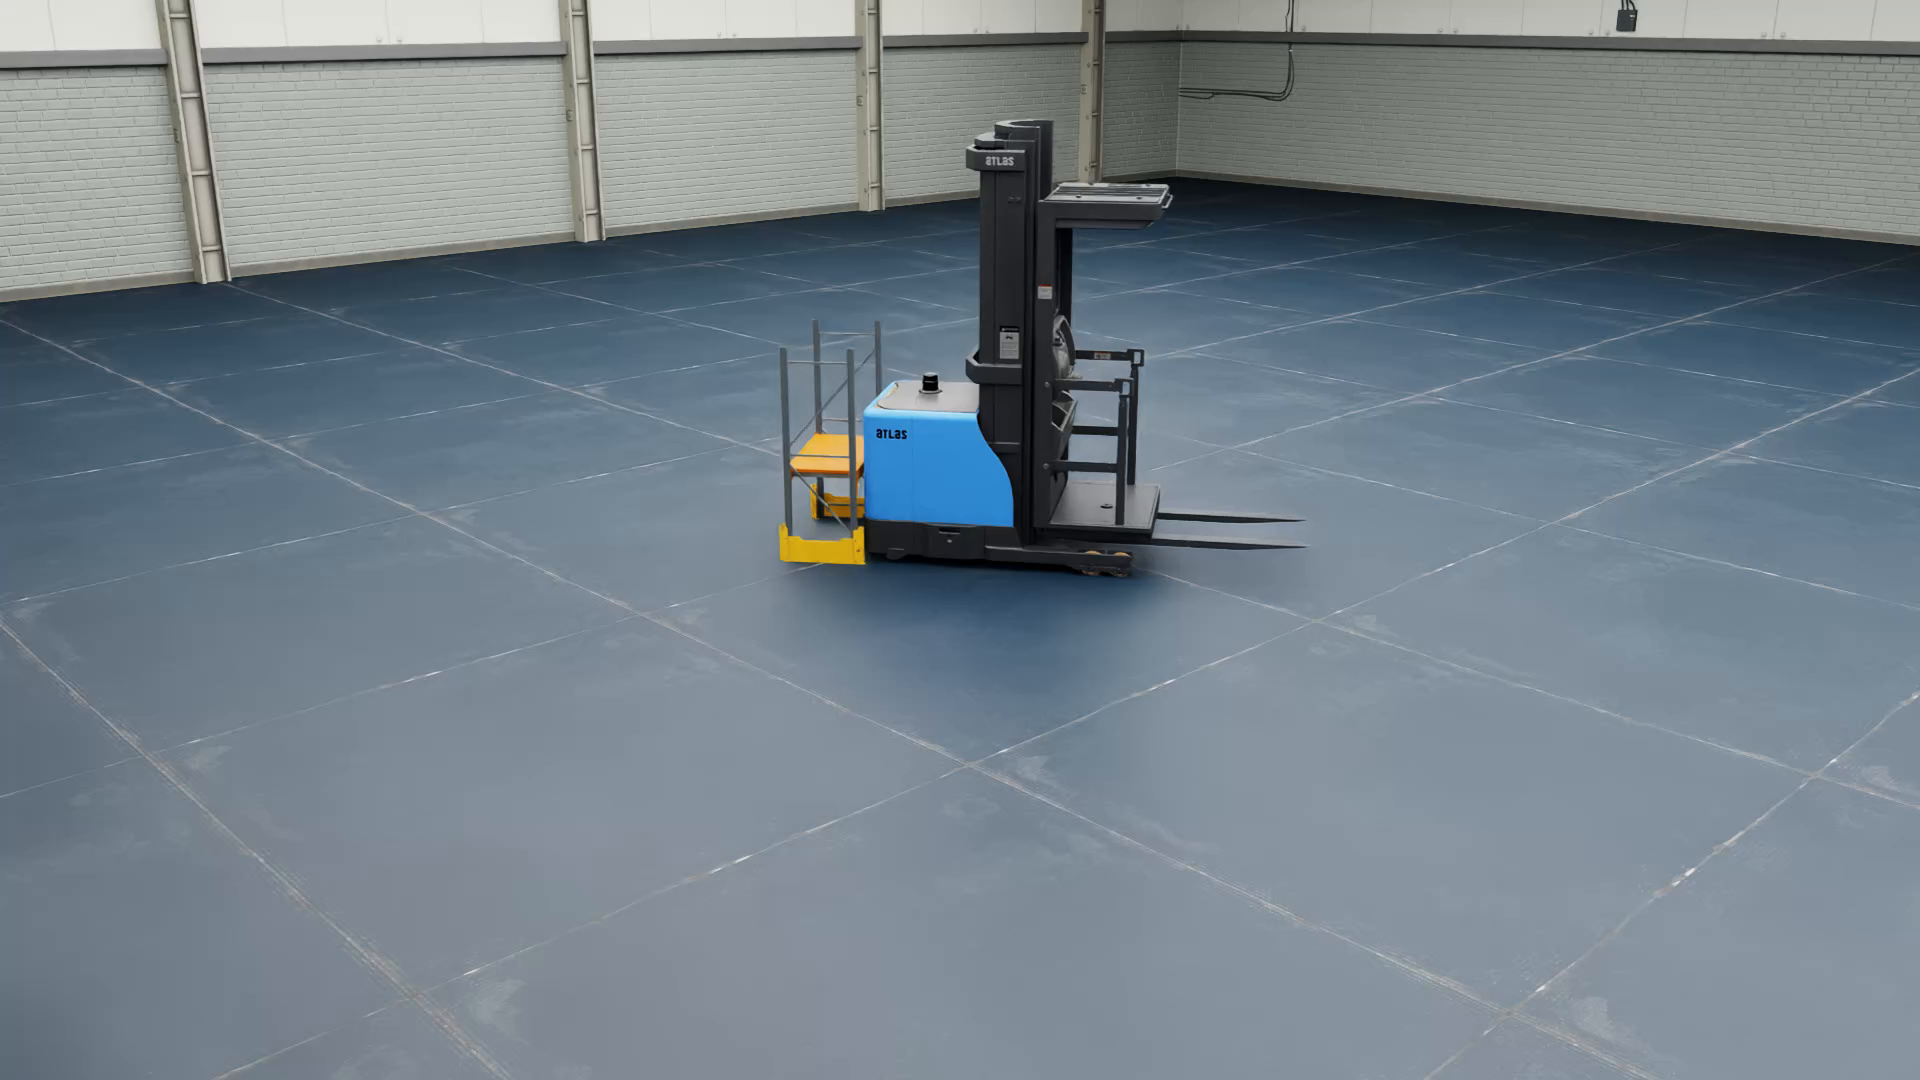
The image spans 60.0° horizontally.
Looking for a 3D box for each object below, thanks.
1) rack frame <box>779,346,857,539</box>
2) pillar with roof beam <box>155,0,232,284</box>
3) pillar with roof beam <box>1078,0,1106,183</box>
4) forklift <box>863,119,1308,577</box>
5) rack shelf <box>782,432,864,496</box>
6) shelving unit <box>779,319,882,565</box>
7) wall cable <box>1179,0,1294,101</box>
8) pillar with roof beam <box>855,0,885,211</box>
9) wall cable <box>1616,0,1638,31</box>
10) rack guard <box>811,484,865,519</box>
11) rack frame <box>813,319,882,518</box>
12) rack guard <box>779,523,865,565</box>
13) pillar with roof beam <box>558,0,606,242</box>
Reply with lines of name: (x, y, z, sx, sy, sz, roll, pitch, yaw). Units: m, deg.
rack frame: (-0.955, -0.567, 11.301, 0.500, 1.500, 0.032, 2, 18, 7)
pillar with roof beam: (-7.403, -6.910, 18.707, 0.400, 9.000, 9.100, -16, 24, -41)
pillar with roof beam: (5.676, -10.724, 30.471, 0.400, 9.000, 9.100, -16, 24, -41)
forklift: (0.893, -1.320, 11.305, 3.031, 2.935, 1.130, 3, 18, 10)
rack shelf: (-0.887, -0.551, 11.836, 0.538, 0.185, 1.000, 2, 18, 7)
shelving unit: (-0.888, -0.719, 11.772, 0.587, 1.500, 1.083, 2, 18, 7)
wall cable: (5.767, -10.540, 34.937, 0.112, 2.526, 3.097, -16, 24, -41)
pillar with roof beam: (1.316, -9.453, 26.550, 0.400, 9.000, 9.100, -16, 24, -41)
wall cable: (12.278, -11.504, 27.362, 0.169, 6.003, 2.305, -16, 24, -41)
rack guard: (-0.822, -0.277, 12.434, 0.587, 0.250, 0.087, 2, 18, 7)
rack frame: (-0.819, -0.878, 12.260, 0.500, 1.500, 0.032, 2, 18, 7)
rack guard: (-0.955, 0.027, 11.495, 0.587, 0.250, 0.087, 2, 18, 7)
pillar with roof beam: (-3.043, -8.182, 22.629, 0.400, 9.000, 9.100, -16, 24, -41)
